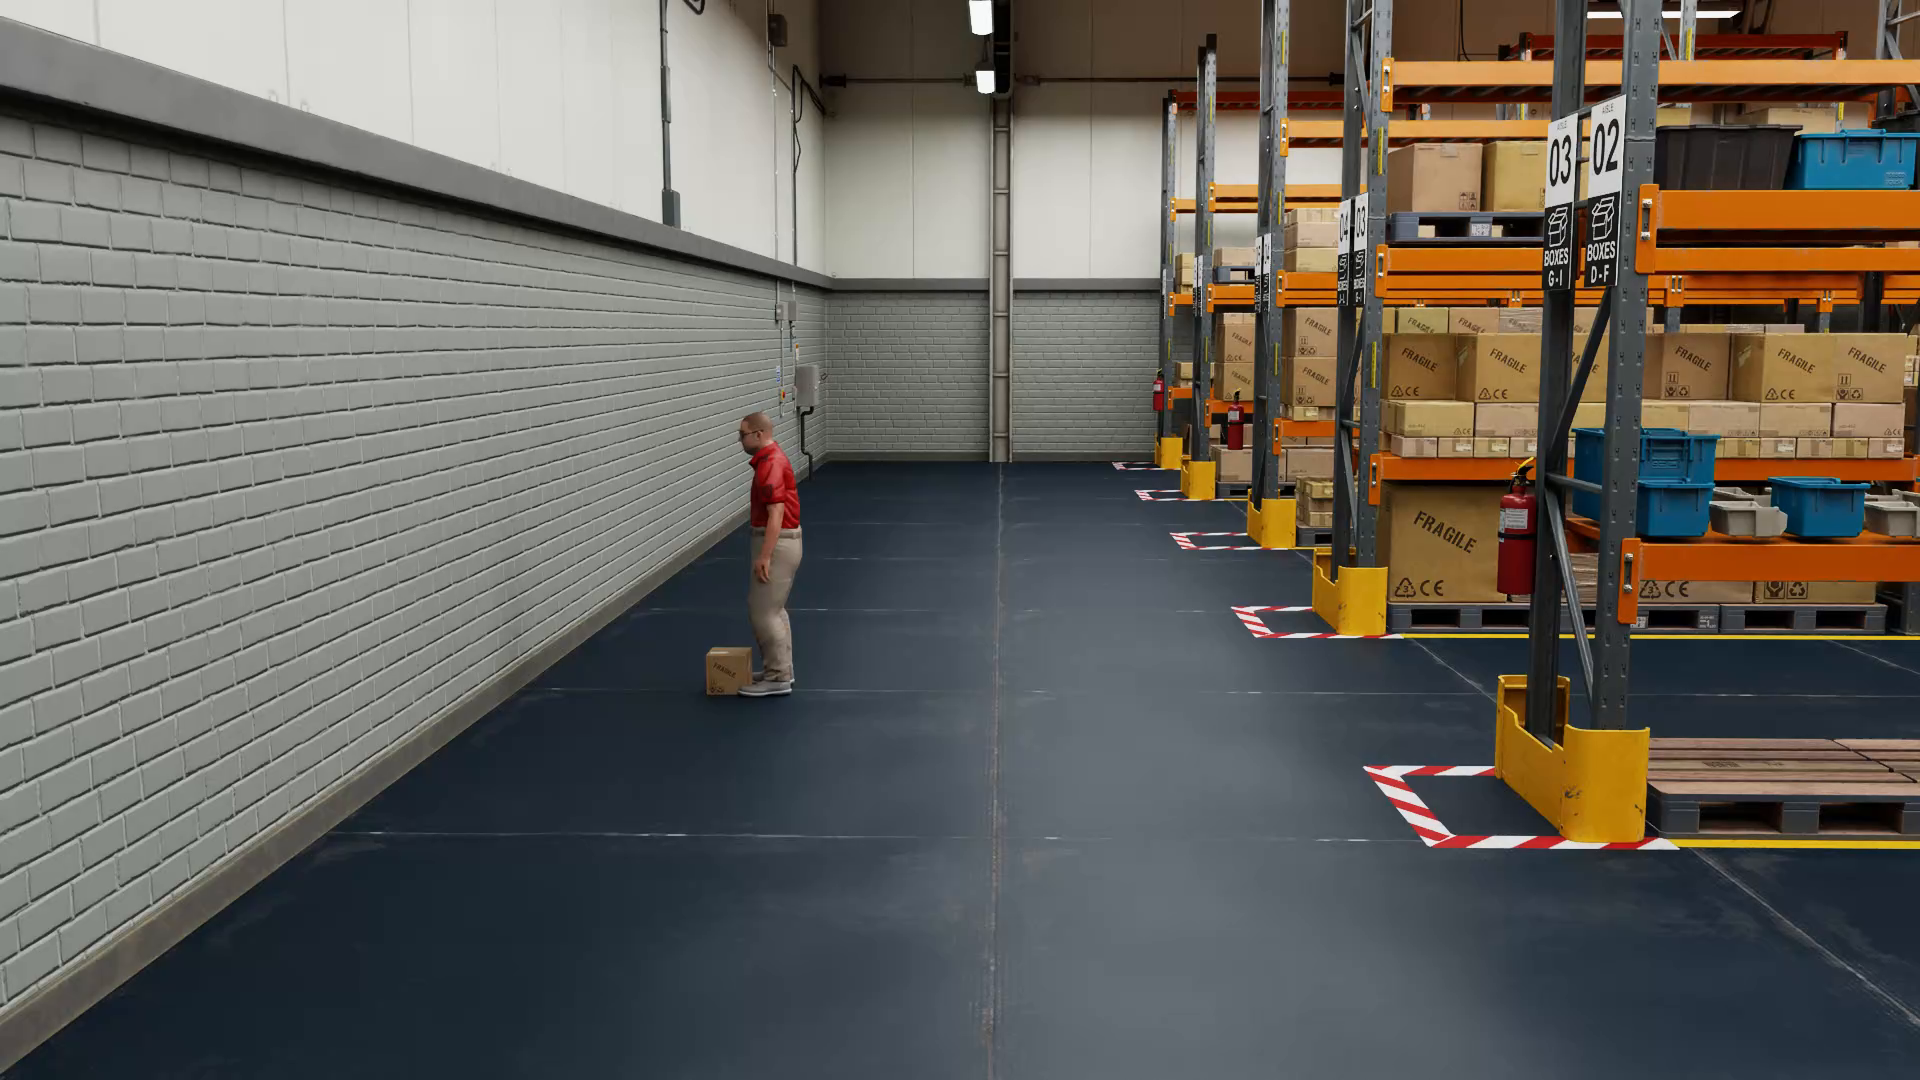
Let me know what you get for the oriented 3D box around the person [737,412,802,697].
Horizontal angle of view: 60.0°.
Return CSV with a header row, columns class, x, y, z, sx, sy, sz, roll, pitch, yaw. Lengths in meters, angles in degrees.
class,x,y,z,sx,sy,sz,roll,pitch,yaw
person,-1.171,0.078,10.201,0.390,1.726,0.604,0,7,-2
